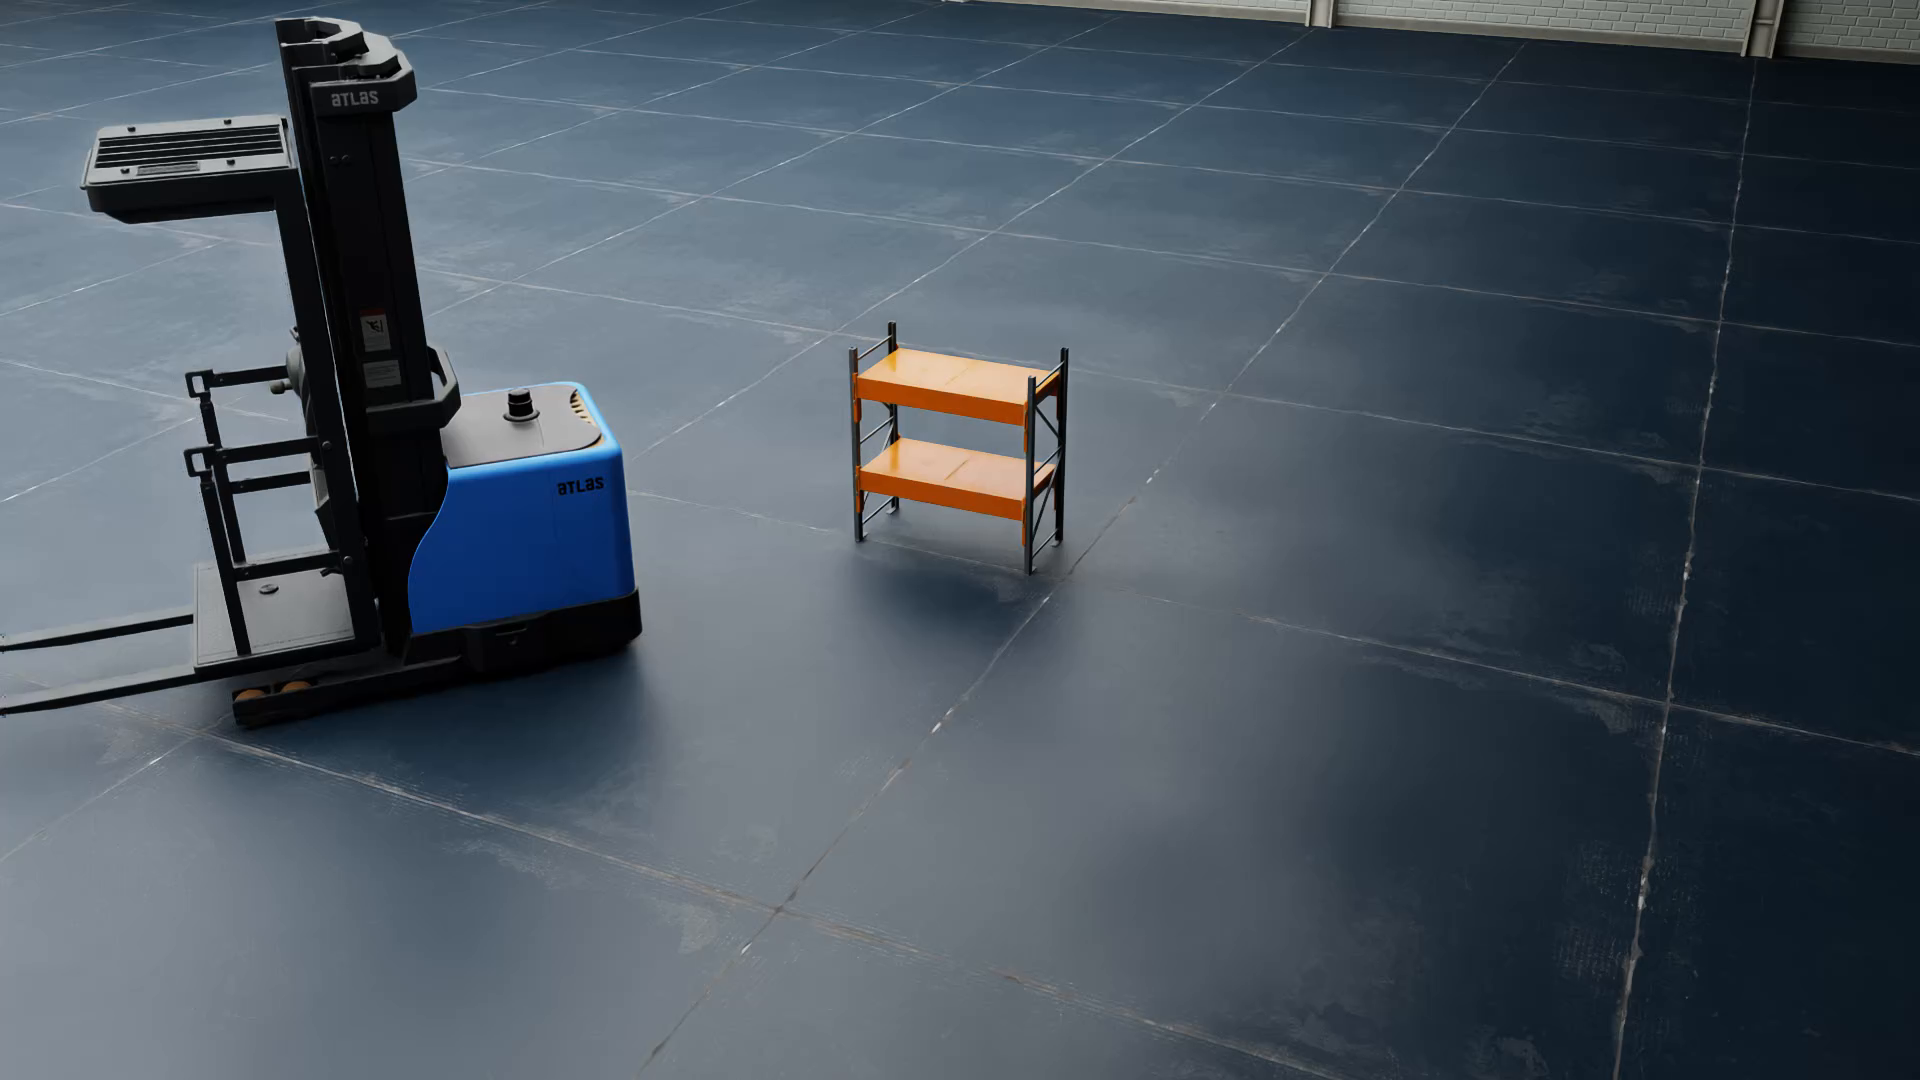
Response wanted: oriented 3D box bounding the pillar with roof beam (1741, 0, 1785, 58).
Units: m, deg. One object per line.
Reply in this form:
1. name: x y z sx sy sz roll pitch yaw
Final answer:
1. pillar with roof beam: 9.079 -8.913 17.166 0.400 9.000 9.100 11 28 22

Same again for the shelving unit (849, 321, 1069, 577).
1. shelving unit: -0.006 -0.506 9.004 1.048 1.125 0.538 11 28 22

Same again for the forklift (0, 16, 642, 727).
1. forklift: -3.132 -0.733 7.421 3.031 2.935 1.130 -10 28 -20

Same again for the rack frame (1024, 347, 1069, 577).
1. rack frame: 0.457 -0.413 8.815 0.032 1.125 0.500 11 28 22

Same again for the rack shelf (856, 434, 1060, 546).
1. rack shelf: -0.006 -0.287 9.112 1.000 0.278 0.538 11 28 22

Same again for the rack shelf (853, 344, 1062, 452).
1. rack shelf: -0.006 -0.768 8.875 1.000 0.278 0.538 11 28 22

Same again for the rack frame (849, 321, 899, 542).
1. rack frame: -0.469 -0.599 9.193 0.032 1.125 0.500 11 28 22

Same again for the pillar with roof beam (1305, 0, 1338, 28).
1. pillar with roof beam: 3.618 -10.010 19.394 0.400 9.000 9.100 11 28 22

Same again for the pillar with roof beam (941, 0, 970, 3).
1. pillar with roof beam: -1.844 -11.107 21.622 0.400 9.000 9.100 11 28 22
